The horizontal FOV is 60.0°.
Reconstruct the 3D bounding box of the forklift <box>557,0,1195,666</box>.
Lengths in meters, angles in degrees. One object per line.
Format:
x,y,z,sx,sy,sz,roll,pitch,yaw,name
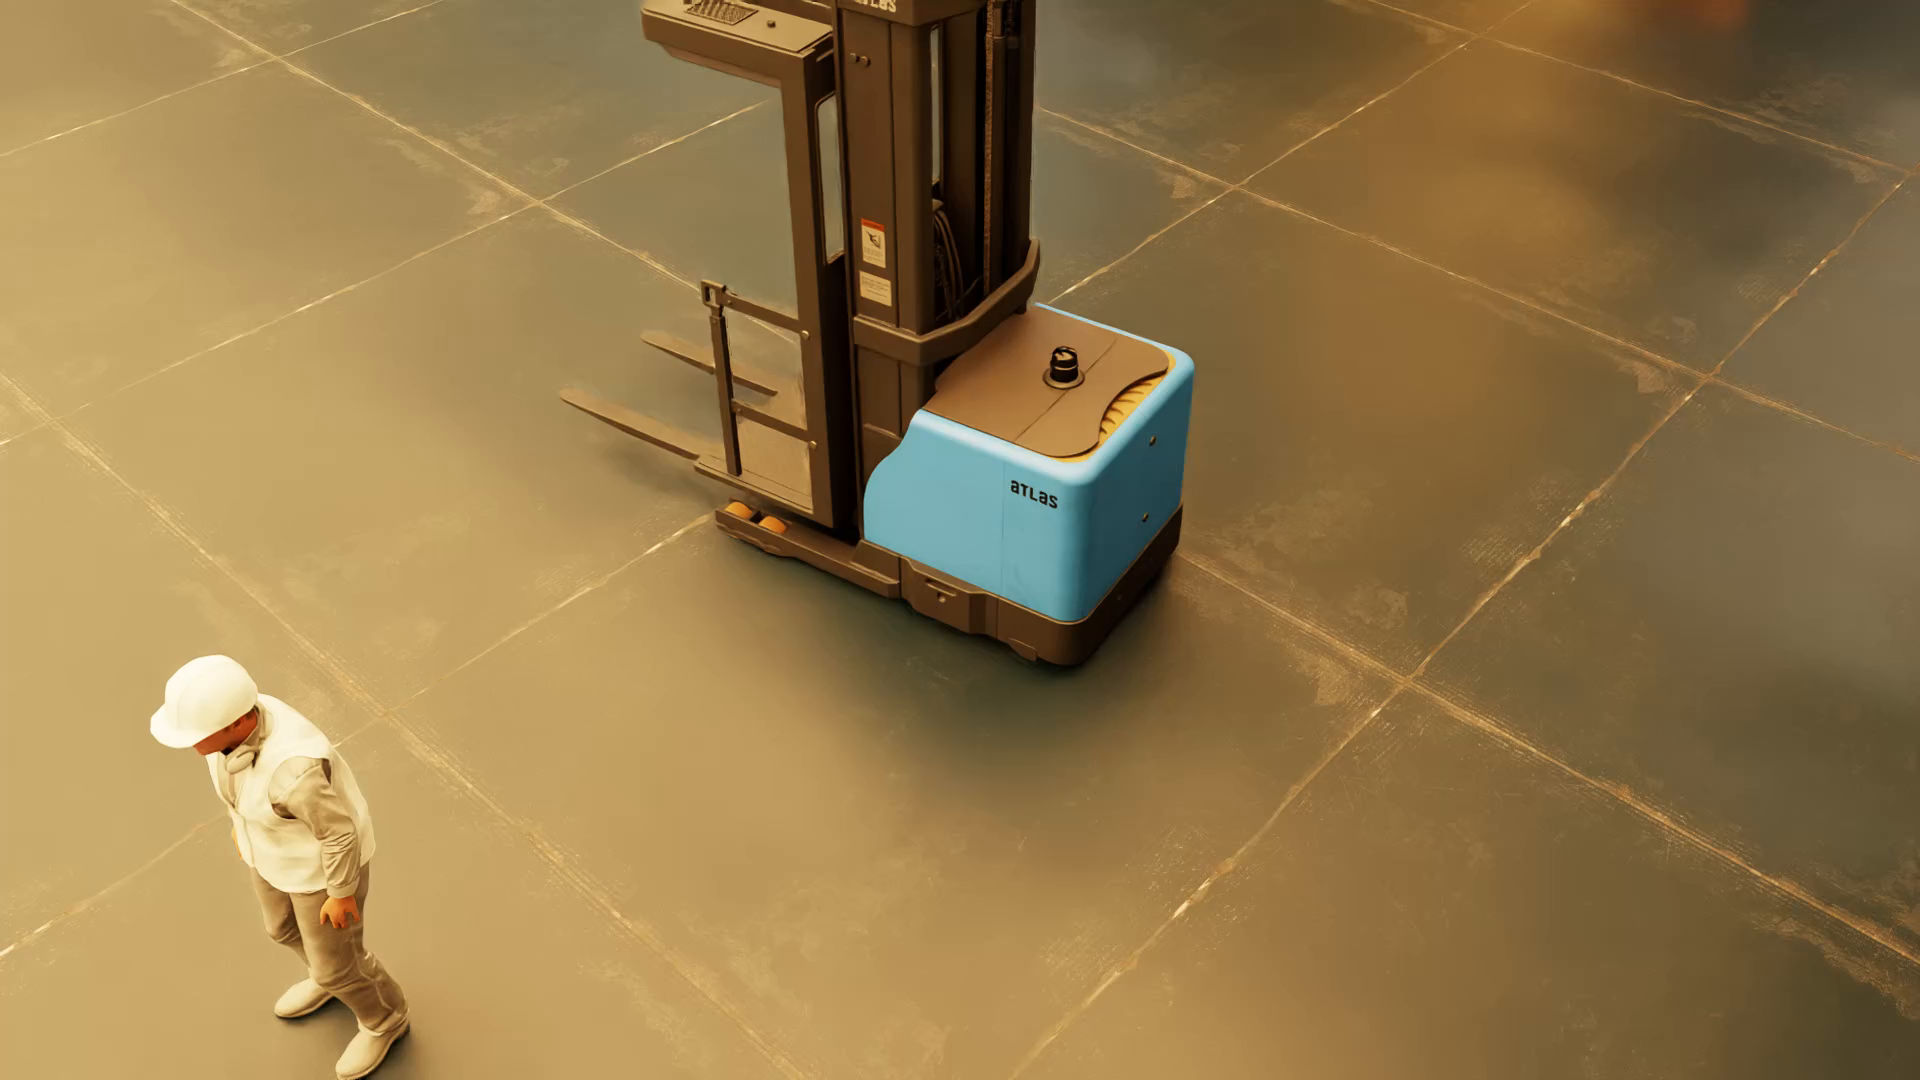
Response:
-0.525,-1.319,6.966,3.031,2.935,1.130,22,45,24,forklift

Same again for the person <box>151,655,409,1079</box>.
-2.068,0.982,5.177,0.581,1.770,0.462,28,48,29,person
